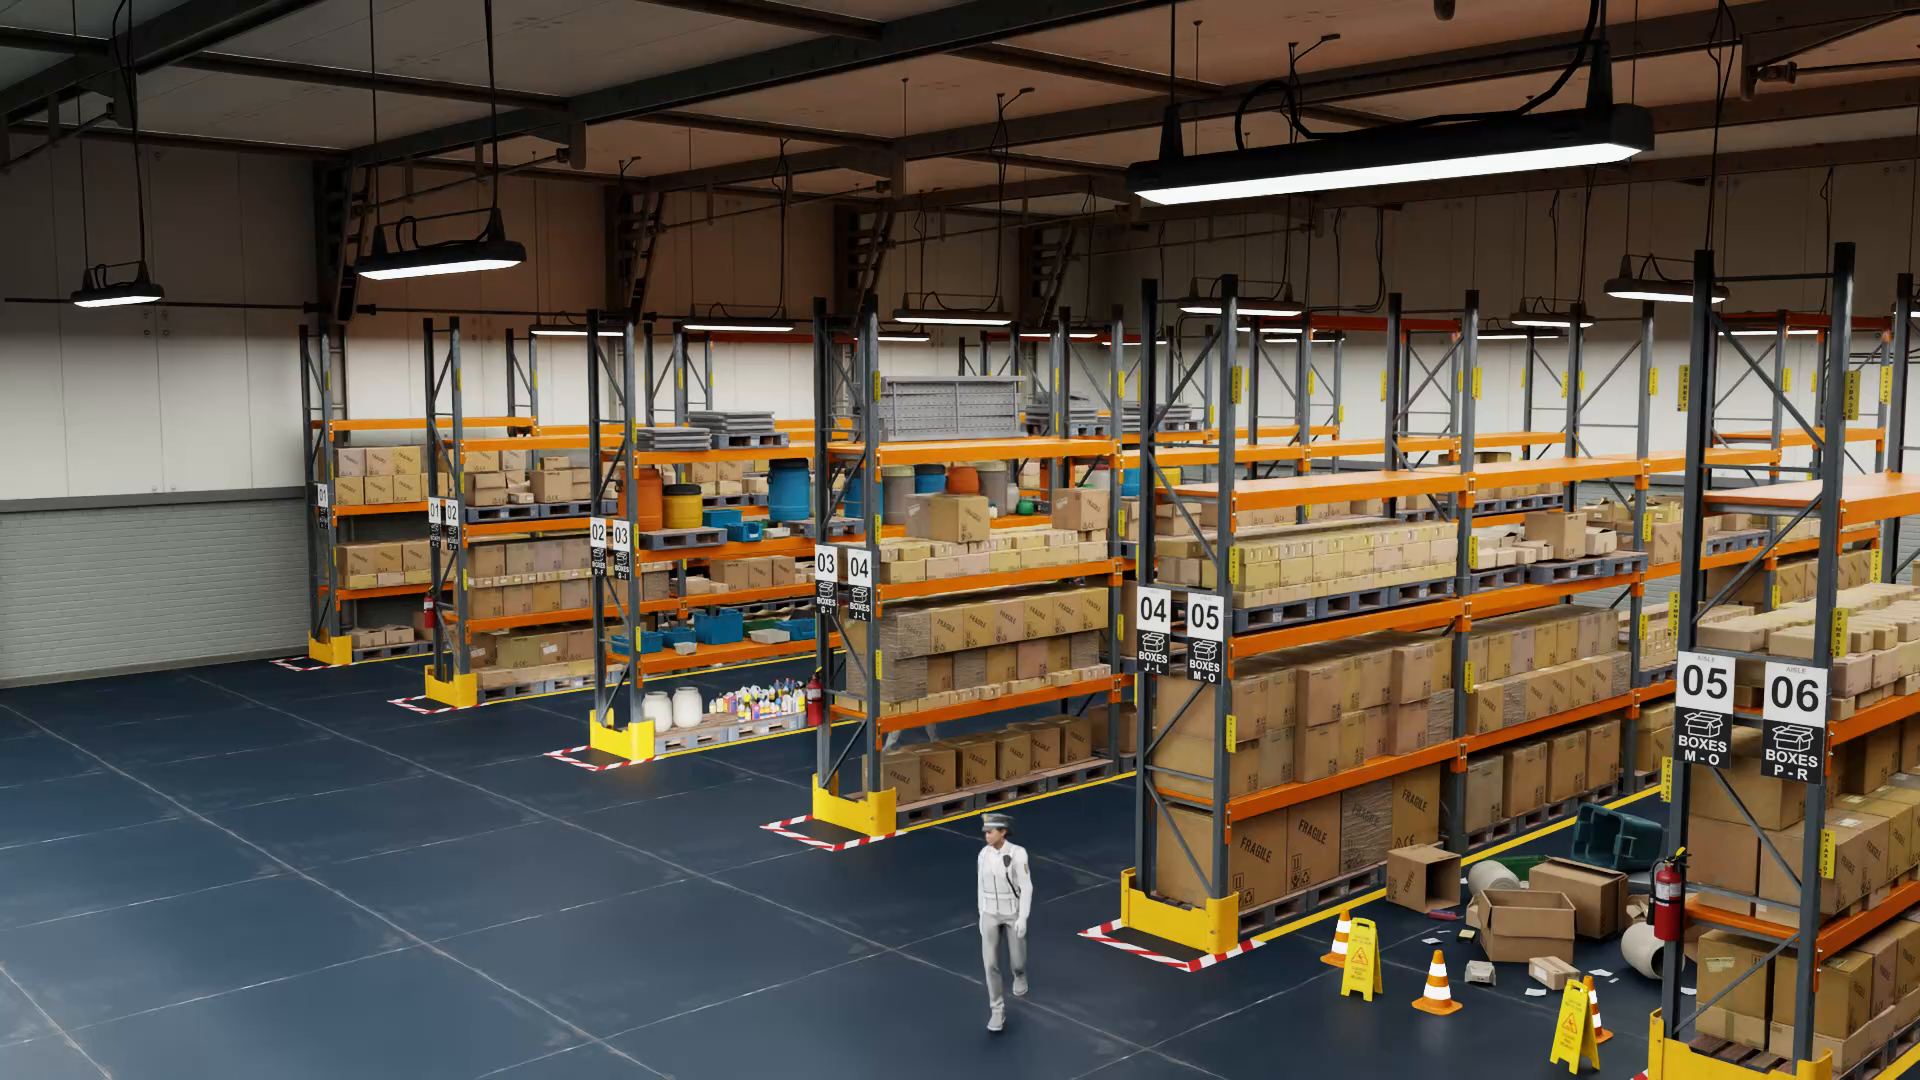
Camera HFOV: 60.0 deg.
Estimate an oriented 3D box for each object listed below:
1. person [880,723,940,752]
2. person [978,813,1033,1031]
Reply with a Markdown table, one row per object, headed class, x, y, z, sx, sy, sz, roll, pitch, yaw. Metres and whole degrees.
| class | x | y | z | sx | sy | sz | roll | pitch | yaw |
| --- | --- | --- | --- | --- | --- | --- | --- | --- | --- |
| person | -0.682 | 2.071 | 22.324 | 0.970 | 1.654 | 0.575 | -4 | 7 | -33 |
| person | 0.346 | 3.002 | 13.281 | 0.491 | 1.641 | 0.731 | 2 | 6 | 20 |
